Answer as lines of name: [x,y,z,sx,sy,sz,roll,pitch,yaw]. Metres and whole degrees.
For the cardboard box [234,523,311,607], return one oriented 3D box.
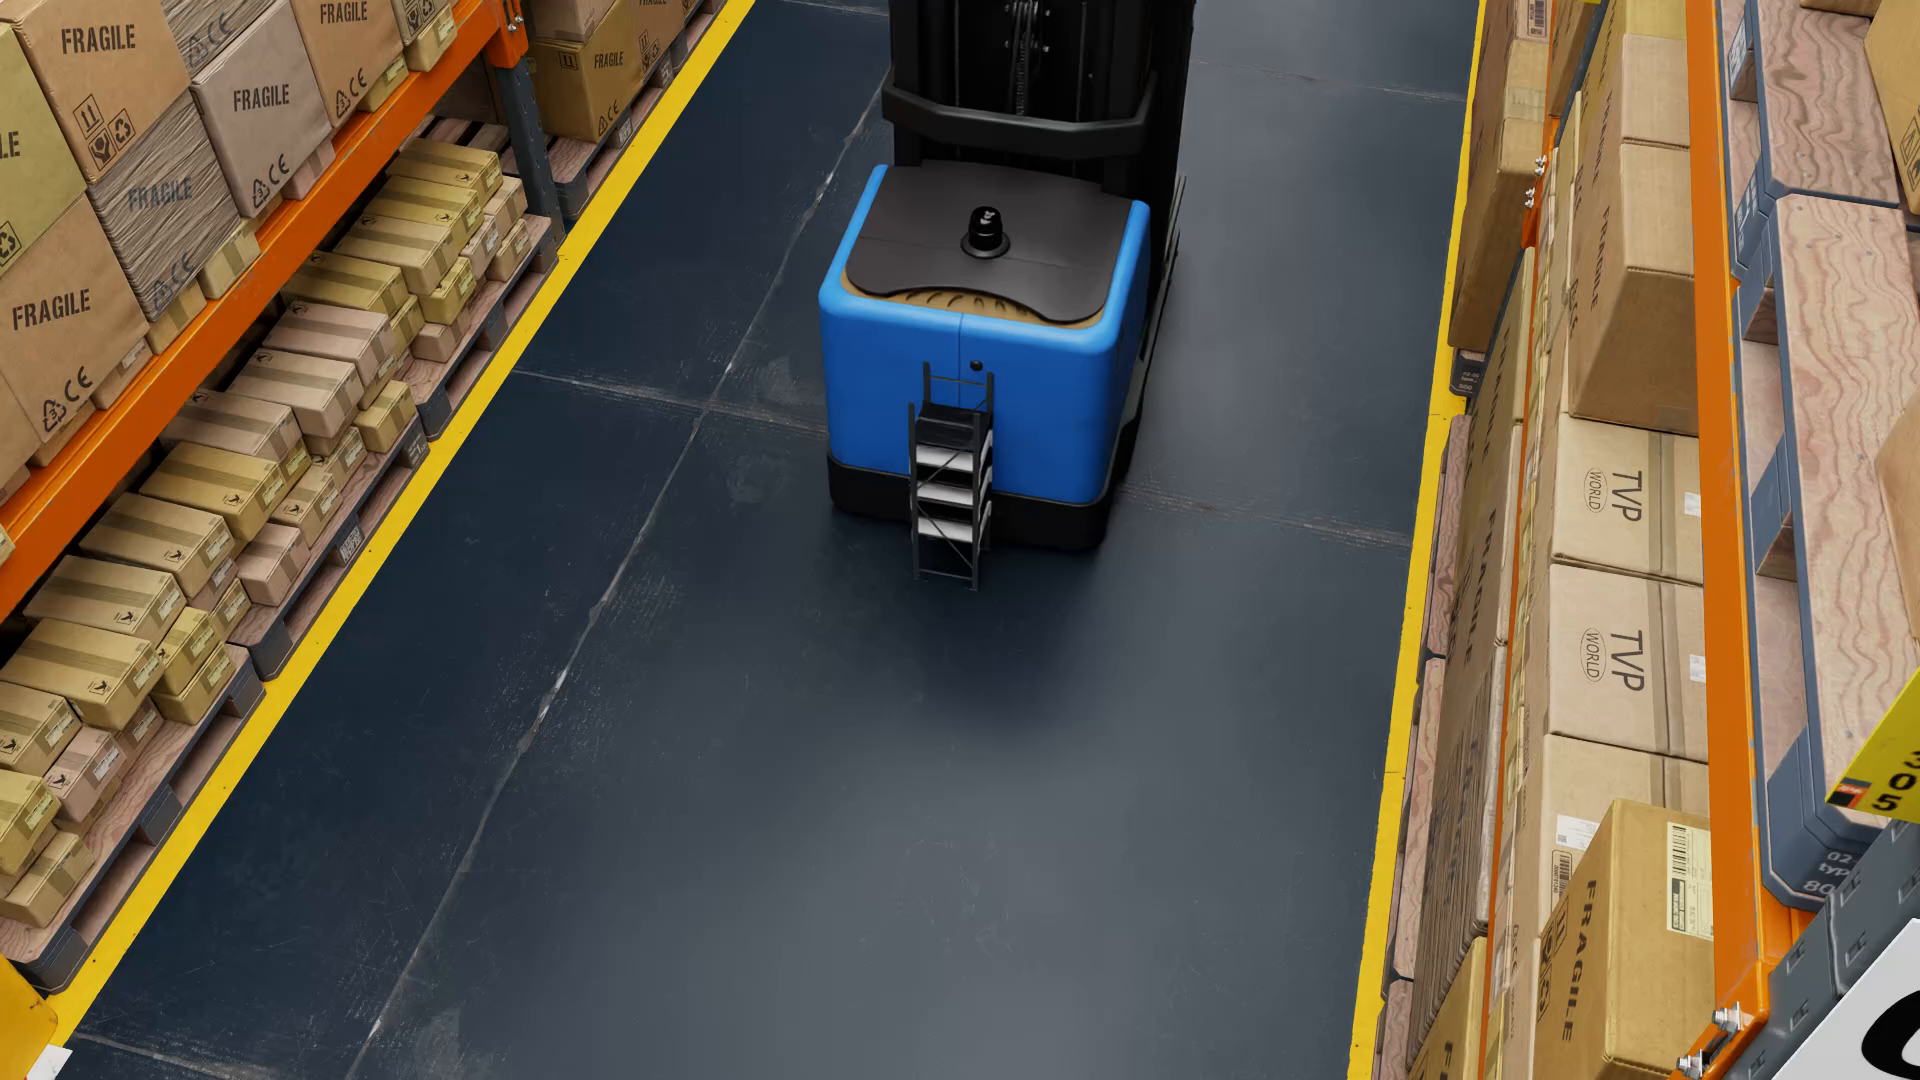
cardboard box: [-2.518,0.066,5.813,0.380,0.149,0.250,9,49,8]

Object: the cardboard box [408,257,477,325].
cardboard box: [-2.147,-1.008,6.562,0.380,0.149,0.250,10,49,9]

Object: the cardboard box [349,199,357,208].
cardboard box: [-2.678,-1.397,6.707,0.380,0.149,0.250,14,50,12]

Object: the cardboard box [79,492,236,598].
cardboard box: [-2.631,0.014,5.461,0.380,0.149,0.250,13,50,12]

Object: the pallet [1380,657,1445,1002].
pallet: [1.906,0.994,5.232,1.003,0.211,1.213,12,50,10]

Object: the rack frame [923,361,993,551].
rack frame: [-0.006,-0.280,5.897,0.240,0.900,0.006,10,49,9]

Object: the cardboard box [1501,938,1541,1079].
cardboard box: [1.319,1.093,3.186,0.500,0.250,0.500,11,49,9]

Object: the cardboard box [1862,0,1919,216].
cardboard box: [1.887,-0.806,2.547,0.700,0.500,0.500,9,49,7]

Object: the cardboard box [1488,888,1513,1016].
cardboard box: [1.358,0.935,3.592,0.380,0.149,0.250,12,50,10]

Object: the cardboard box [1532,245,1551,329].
cardboard box: [1.964,-0.736,5.067,0.380,0.149,0.250,13,50,11]

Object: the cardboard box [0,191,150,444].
cardboard box: [-2.669,-0.653,4.560,0.500,0.500,0.500,12,50,11]

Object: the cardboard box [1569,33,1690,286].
cardboard box: [1.991,-0.994,4.529,0.500,0.500,0.500,12,50,10]

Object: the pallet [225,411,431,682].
pallet: [-2.720,-0.099,6.197,1.003,0.211,1.213,12,50,10]

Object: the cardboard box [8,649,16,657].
cardboard box: [-3.198,0.314,5.593,0.380,0.149,0.250,12,50,10]

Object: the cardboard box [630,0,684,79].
cardboard box: [-1.670,-2.577,7.911,0.500,0.500,0.500,14,50,12]

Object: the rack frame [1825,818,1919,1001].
rack frame: [1.448,-0.440,0.636,1.000,3.000,0.127,12,50,10]

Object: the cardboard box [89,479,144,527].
cardboard box: [-3.103,-0.174,5.826,0.380,0.149,0.250,14,50,12]

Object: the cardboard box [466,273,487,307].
cardboard box: [-2.182,-1.073,6.818,0.380,0.149,0.250,13,50,11]

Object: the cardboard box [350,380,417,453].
cardboard box: [-2.305,-0.496,6.309,0.380,0.149,0.250,11,50,10]

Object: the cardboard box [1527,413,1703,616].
cardboard box: [1.720,-0.019,4.168,0.500,0.250,0.500,12,50,10]

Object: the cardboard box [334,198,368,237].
cardboard box: [-2.642,-1.294,6.815,0.380,0.149,0.250,12,50,10]

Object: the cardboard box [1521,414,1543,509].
cardboard box: [1.761,-0.179,4.575,0.380,0.149,0.250,12,50,10]

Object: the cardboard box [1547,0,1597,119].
cardboard box: [2.360,-1.773,5.748,0.500,0.500,0.500,12,50,10]

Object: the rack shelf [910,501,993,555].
rack shelf: [-0.029,-0.065,5.991,0.258,0.077,0.200,10,49,9]

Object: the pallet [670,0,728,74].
pallet: [-1.735,-2.926,8.692,1.003,0.211,1.213,12,50,10]

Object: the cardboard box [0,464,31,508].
cardboard box: [-2.824,-0.184,4.579,0.380,0.149,0.250,14,50,12]

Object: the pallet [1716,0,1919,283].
pallet: [1.952,-0.842,3.051,1.003,0.211,1.213,12,50,10]

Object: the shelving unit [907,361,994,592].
shelving unit: [-0.029,-0.206,5.831,0.258,0.900,0.210,10,49,9]

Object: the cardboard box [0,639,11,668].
cardboard box: [-3.312,0.385,5.333,0.380,0.149,0.250,10,49,8]

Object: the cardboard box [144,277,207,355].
cardboard box: [-2.548,-0.732,5.063,0.380,0.149,0.250,13,50,11]

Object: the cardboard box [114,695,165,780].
cardboard box: [-2.816,0.595,5.345,0.380,0.149,0.250,12,50,10]

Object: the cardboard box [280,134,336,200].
cardboard box: [-2.332,-1.291,5.556,0.380,0.149,0.250,10,49,8]

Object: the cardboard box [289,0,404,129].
cardboard box: [-2.251,-1.751,5.529,0.500,0.500,0.500,10,49,9]

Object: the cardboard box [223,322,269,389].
cardboard box: [-2.841,-0.722,6.310,0.380,0.149,0.250,14,50,12]

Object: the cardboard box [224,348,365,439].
cardboard box: [-2.373,-0.526,5.938,0.380,0.149,0.250,10,49,9]

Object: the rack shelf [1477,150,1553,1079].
rack shelf: [1.974,0.336,4.432,1.077,0.370,4.000,12,50,10]

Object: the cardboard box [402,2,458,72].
cardboard box: [-2.070,-1.856,6.055,0.380,0.149,0.250,10,49,9]

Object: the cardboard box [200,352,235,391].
cardboard box: [-2.882,-0.630,6.030,0.380,0.149,0.250,10,49,8]

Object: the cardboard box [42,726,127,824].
cardboard box: [-2.799,0.684,5.069,0.380,0.149,0.250,11,50,10]

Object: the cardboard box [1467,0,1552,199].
cardboard box: [2.884,-1.897,7.061,1.225,0.875,0.875,10,49,9]

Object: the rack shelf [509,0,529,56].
rack shelf: [-1.732,-3.609,7.914,1.077,0.370,4.000,12,50,10]

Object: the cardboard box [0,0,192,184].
cardboard box: [-2.521,-1.349,4.508,0.500,0.500,0.500,10,49,9]

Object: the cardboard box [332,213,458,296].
cardboard box: [-2.188,-1.110,6.453,0.380,0.149,0.250,11,50,10]

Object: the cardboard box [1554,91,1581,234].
cardboard box: [2.124,-1.109,5.130,0.500,0.250,0.500,11,49,9]

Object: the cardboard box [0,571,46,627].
cardboard box: [-3.220,0.110,5.377,0.380,0.149,0.250,10,49,9]

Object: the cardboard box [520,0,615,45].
cardboard box: [-1.809,-2.442,7.292,0.500,0.250,0.500,10,49,8]

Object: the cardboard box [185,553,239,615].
cardboard box: [-2.669,0.115,5.571,0.380,0.149,0.250,9,49,8]

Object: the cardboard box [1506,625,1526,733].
cardboard box: [1.559,0.379,4.082,0.380,0.149,0.250,12,50,10]

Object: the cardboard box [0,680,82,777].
cardboard box: [-2.889,0.566,4.975,0.380,0.149,0.250,12,50,11]

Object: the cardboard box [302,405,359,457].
cardboard box: [-2.446,-0.468,6.085,0.380,0.149,0.250,9,49,8]

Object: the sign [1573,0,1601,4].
sign: [1.974,-1.805,5.123,0.100,0.325,0.005,12,50,10]

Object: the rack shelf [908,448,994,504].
rack shelf: [-0.029,-0.243,5.789,0.258,0.077,0.200,10,49,9]

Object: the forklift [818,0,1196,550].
forklift: [0.341,-2.063,6.116,1.130,2.935,3.031,10,49,9]

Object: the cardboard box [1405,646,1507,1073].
cardboard box: [1.778,0.972,4.528,0.875,0.875,0.875,12,50,10]
